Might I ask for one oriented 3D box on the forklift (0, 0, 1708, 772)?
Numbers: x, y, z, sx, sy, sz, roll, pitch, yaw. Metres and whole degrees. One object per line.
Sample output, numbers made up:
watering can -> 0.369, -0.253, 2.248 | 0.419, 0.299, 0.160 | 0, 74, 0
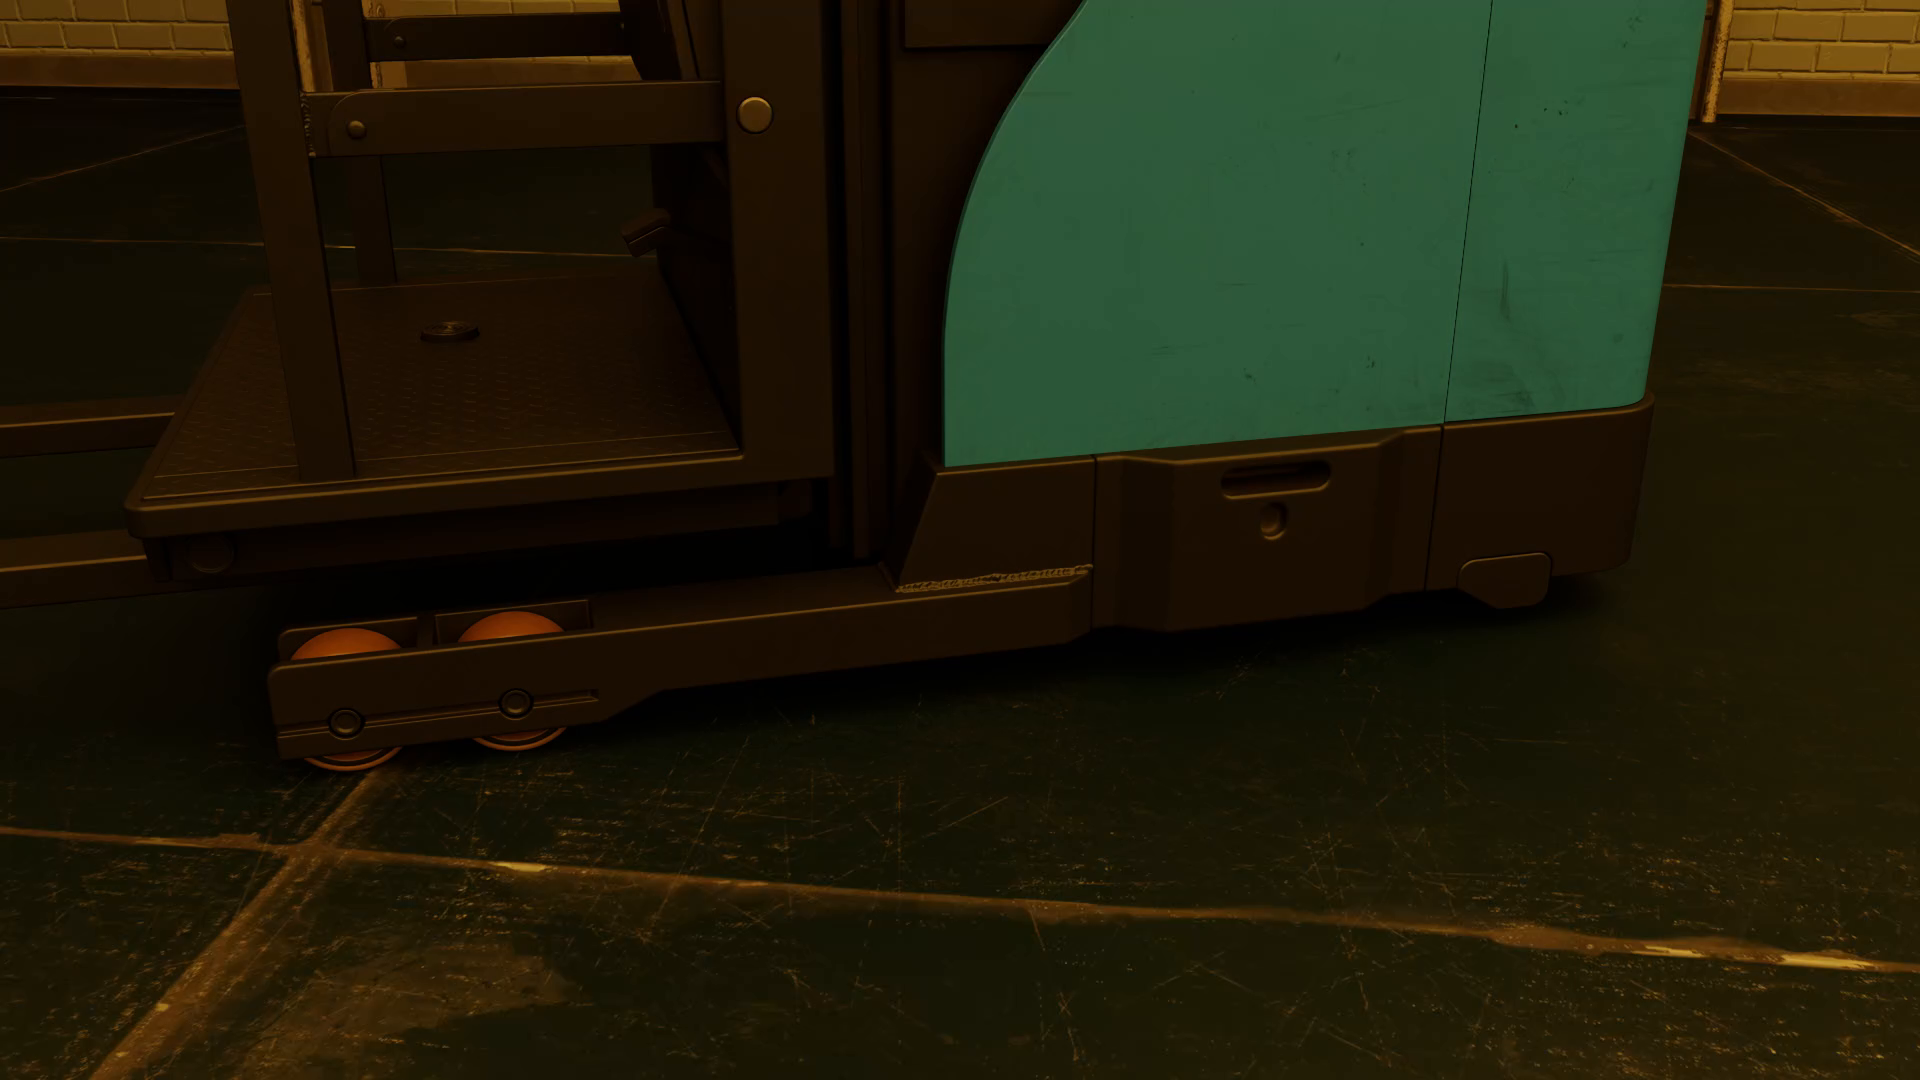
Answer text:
forklift -> -0.588, -1.301, 1.985 | 3.031, 2.935, 1.130 | -6, 23, -14
